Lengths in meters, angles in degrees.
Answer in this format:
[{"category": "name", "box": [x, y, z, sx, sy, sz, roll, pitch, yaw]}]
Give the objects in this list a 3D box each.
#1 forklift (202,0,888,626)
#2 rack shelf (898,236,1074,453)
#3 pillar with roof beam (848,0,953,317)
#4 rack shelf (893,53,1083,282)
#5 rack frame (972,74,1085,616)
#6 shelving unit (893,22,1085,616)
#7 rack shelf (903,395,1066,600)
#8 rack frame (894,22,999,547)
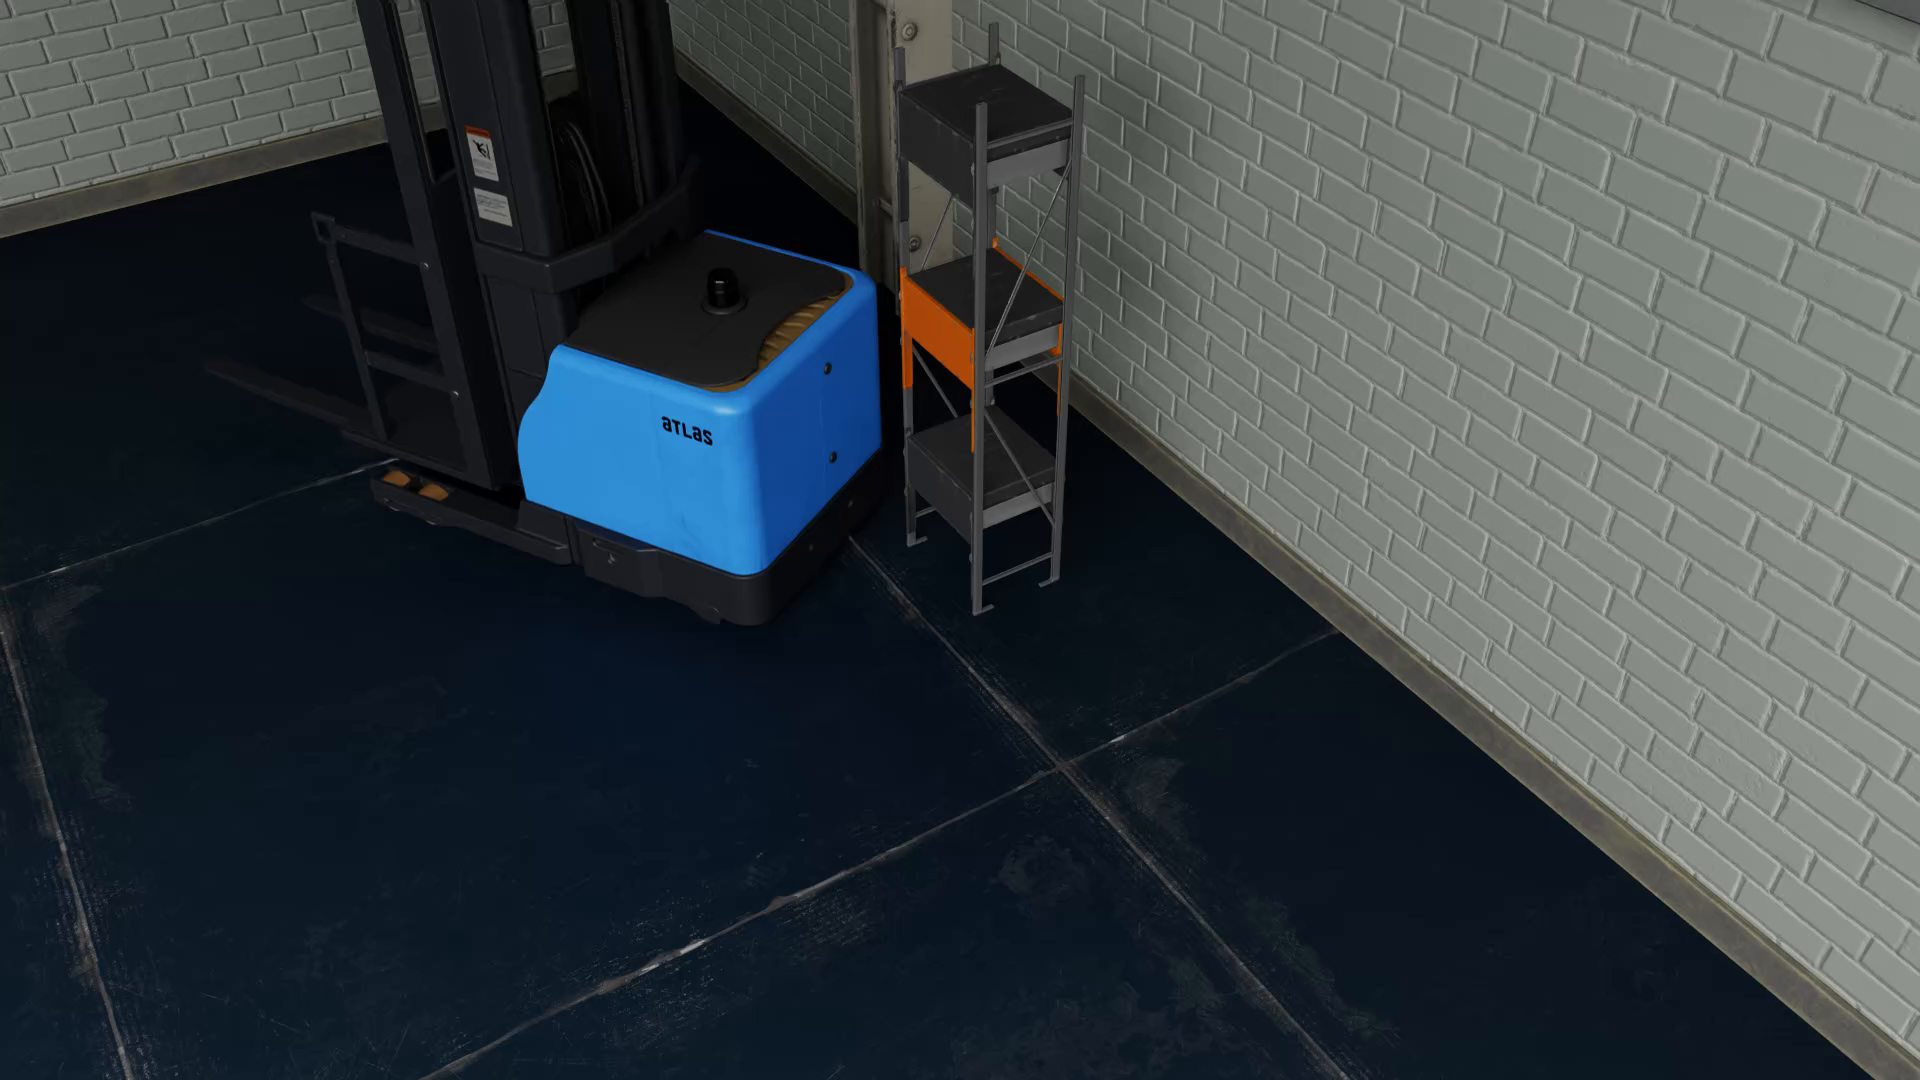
[{"category": "forklift", "box": [-1.849, -1.469, 6.223, 3.031, 2.935, 1.130, 18, 43, 21]}, {"category": "rack shelf", "box": [0.089, -0.707, 5.979, 0.431, 0.518, 0.480, -22, 45, -24]}, {"category": "pillar with roof beam", "box": [-3.894, -3.209, 3.572, 9.100, 9.000, 0.400, -22, 45, -24]}, {"category": "rack shelf", "box": [0.089, -1.245, 5.531, 0.431, 0.518, 0.480, -22, 45, -24]}, {"category": "rack frame", "box": [0.220, -0.586, 5.813, 0.400, 2.100, 0.015, -22, 45, -24]}, {"category": "shelving unit", "box": [0.089, -0.717, 5.971, 0.431, 2.100, 0.503, -22, 45, -24]}, {"category": "rack shelf", "box": [0.089, -0.169, 6.427, 0.431, 0.518, 0.480, -22, 45, -24]}, {"category": "rack frame", "box": [-0.042, -0.849, 6.129, 0.400, 2.100, 0.015, -22, 45, -24]}]
